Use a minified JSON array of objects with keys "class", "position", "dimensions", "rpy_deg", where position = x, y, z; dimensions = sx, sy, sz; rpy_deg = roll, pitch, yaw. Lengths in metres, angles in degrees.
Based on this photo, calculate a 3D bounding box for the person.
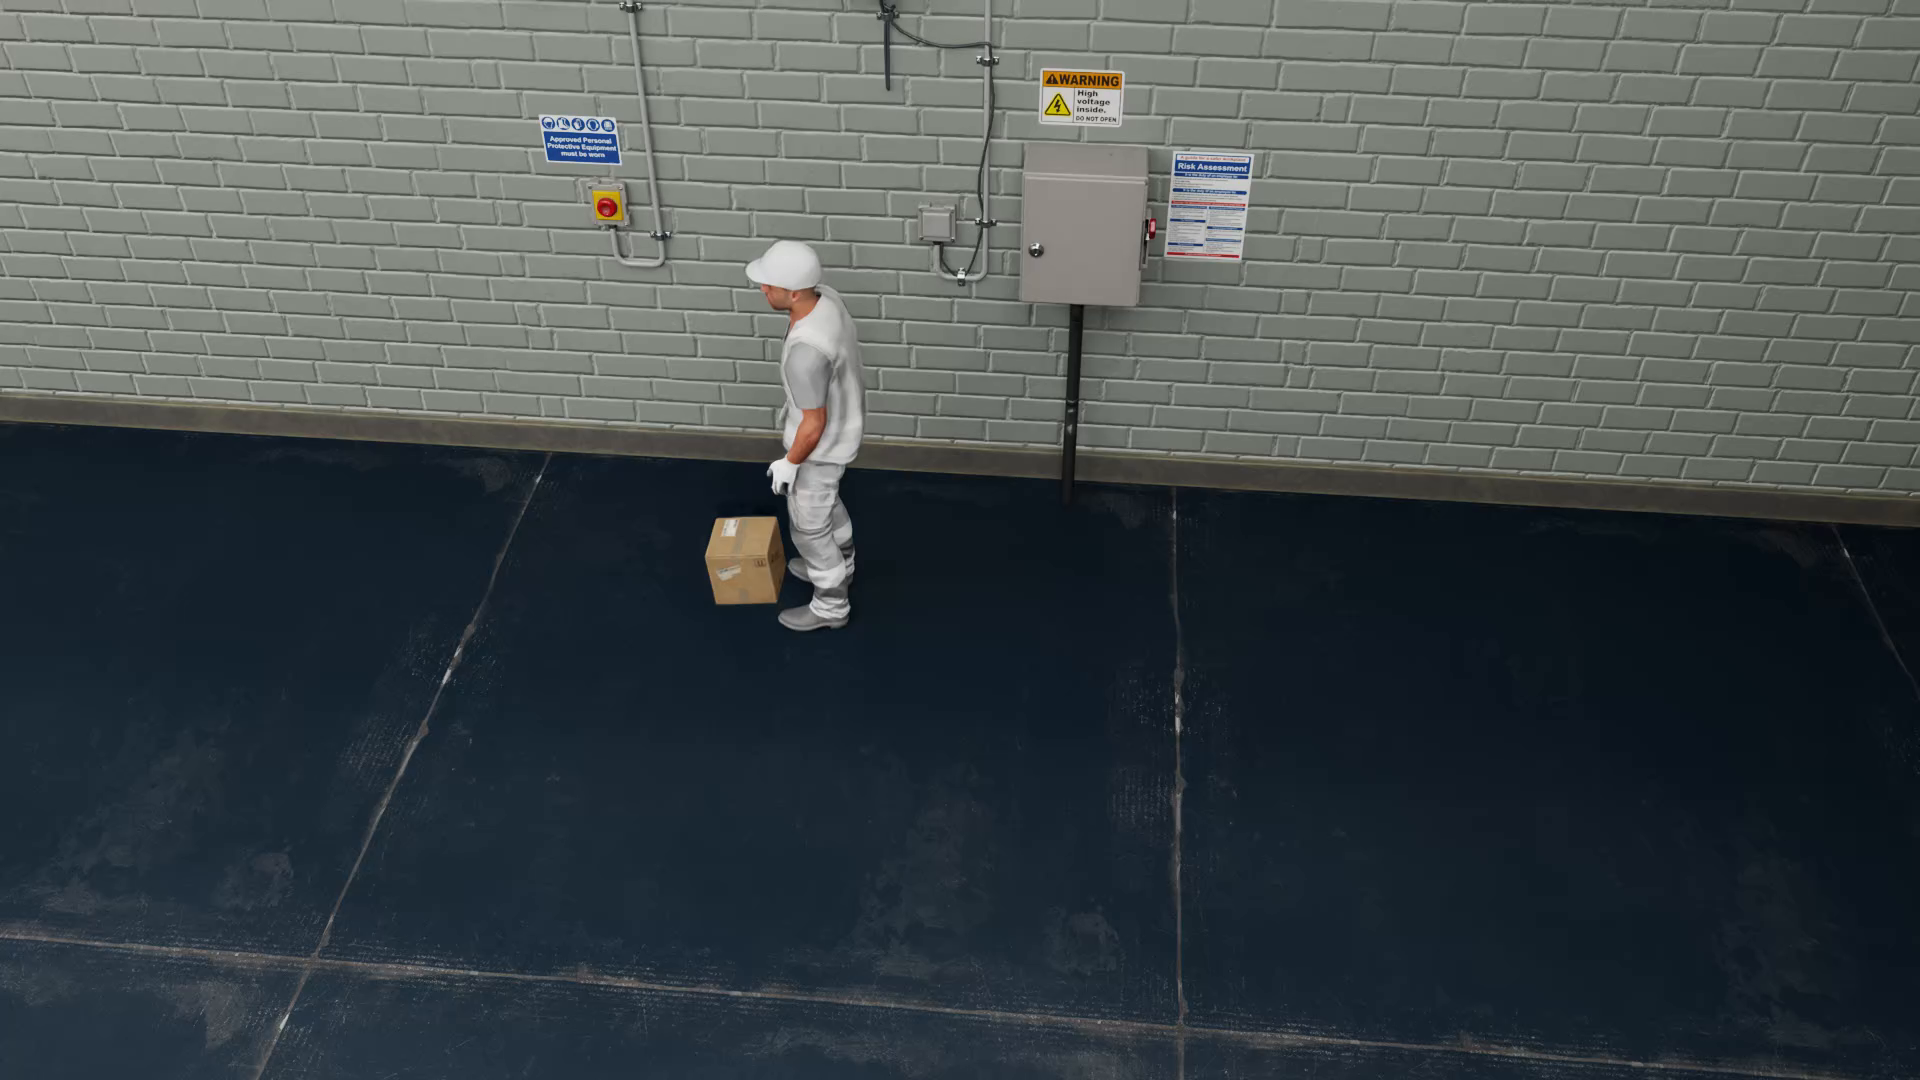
[{"class":"person","position":[-0.580,-0.403,6.625],"dimensions":[0.416,1.785,0.553],"rpy_deg":[2,40,3]}]
